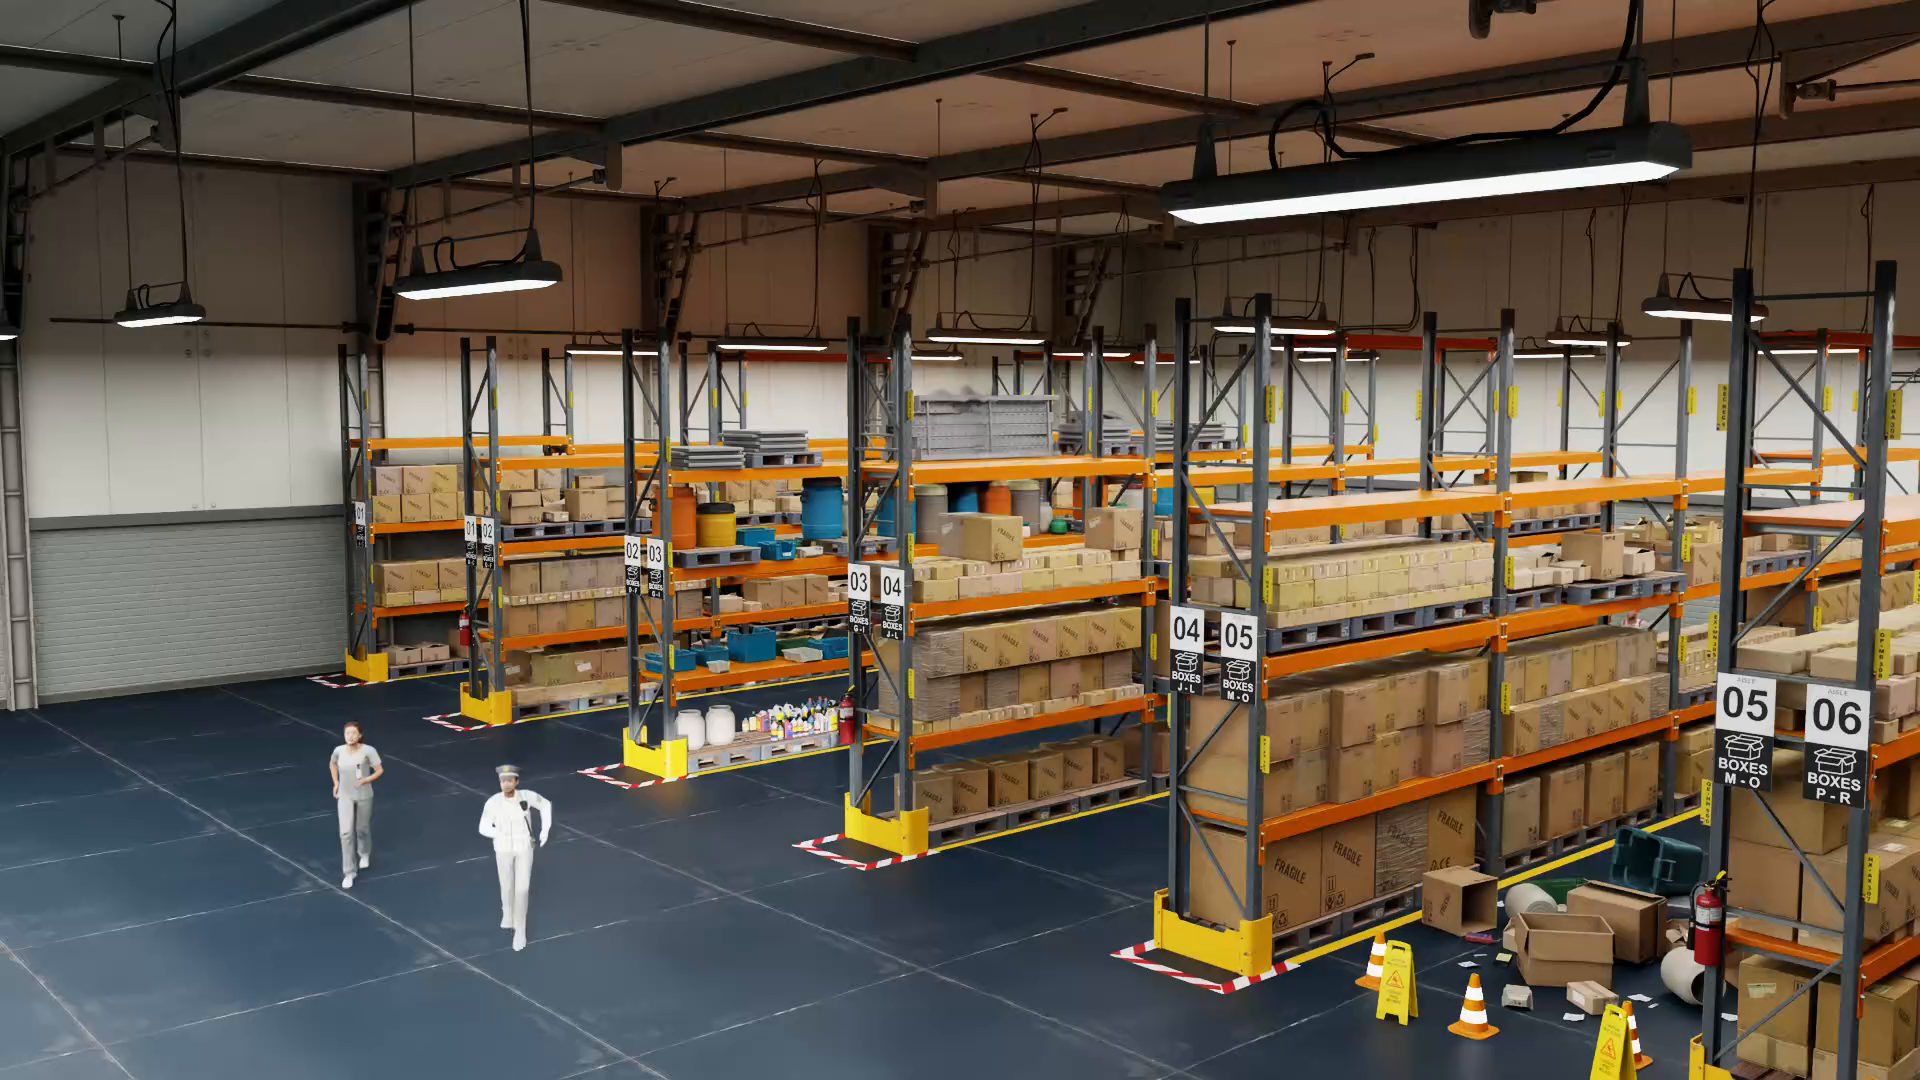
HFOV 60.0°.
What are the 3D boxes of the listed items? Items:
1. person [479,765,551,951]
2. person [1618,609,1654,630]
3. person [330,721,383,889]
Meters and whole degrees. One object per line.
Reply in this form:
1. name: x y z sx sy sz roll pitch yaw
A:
1. person: -4.164 2.930 15.598 0.622 1.729 0.866 -1 5 -7
2. person: 10.955 1.888 27.064 0.704 1.735 0.635 5 7 44
3. person: -6.394 2.748 17.630 0.564 1.687 0.883 -1 5 -13
